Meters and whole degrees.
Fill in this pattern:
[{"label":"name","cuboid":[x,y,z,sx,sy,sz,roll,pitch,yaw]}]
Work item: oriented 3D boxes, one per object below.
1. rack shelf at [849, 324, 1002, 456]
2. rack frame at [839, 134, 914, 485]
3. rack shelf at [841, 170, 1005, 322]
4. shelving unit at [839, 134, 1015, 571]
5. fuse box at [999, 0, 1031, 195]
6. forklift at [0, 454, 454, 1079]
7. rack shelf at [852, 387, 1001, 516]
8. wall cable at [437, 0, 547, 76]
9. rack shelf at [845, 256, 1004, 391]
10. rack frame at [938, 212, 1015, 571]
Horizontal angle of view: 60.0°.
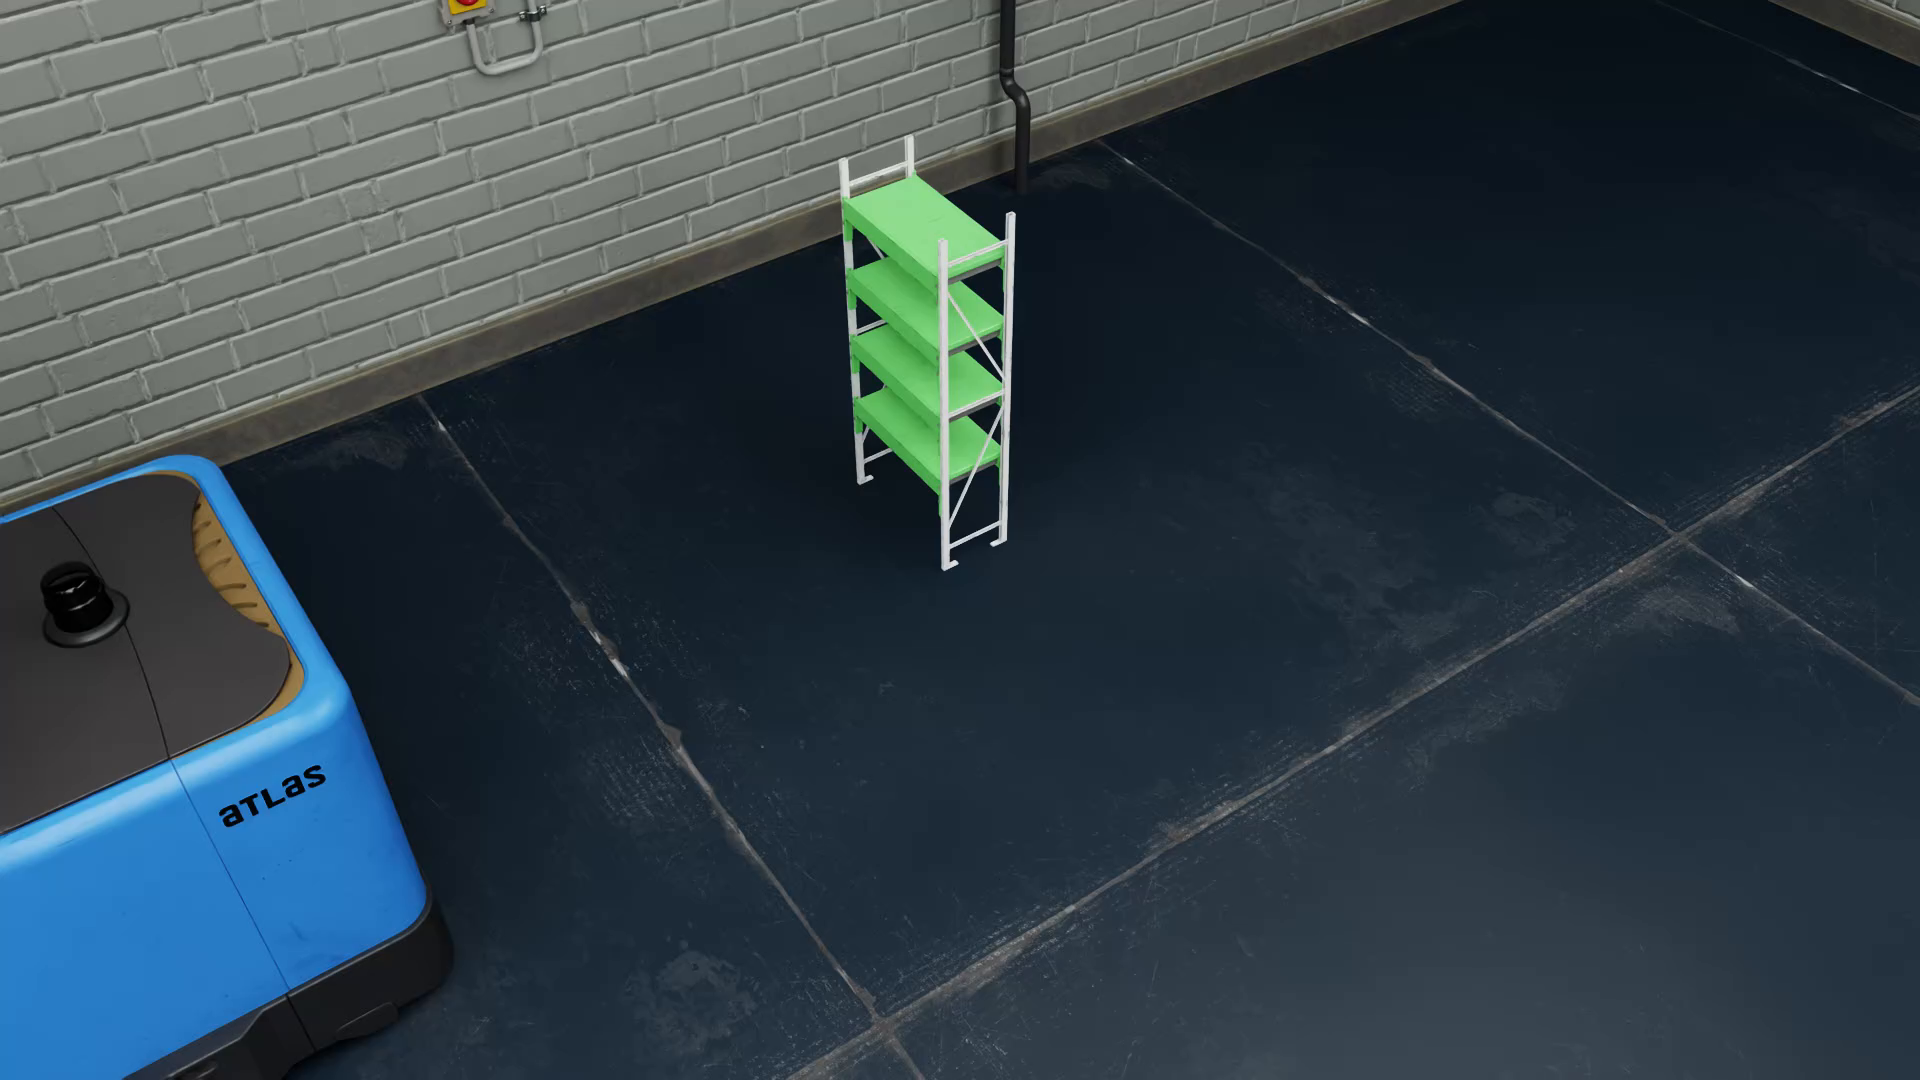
[{"label":"rack shelf","cuboid":[-0.095,-0.482,4.978,0.258,0.148,0.480,-26,49,-24]},{"label":"rack frame","cuboid":[-0.234,-0.666,5.079,0.240,1.200,0.015,-26,49,-24]},{"label":"rack shelf","cuboid":[-0.095,-0.829,4.647,0.258,0.148,0.480,-26,49,-24]},{"label":"shelving unit","cuboid":[-0.095,-0.528,4.934,0.258,1.200,0.503,-26,49,-24]},{"label":"fuse box","cuboid":[0.285,-2.027,6.134,0.539,1.711,0.414,-26,49,-24]},{"label":"forklift","cuboid":[-2.735,0.350,2.760,3.031,2.935,1.130,-26,50,-25]},{"label":"rack shelf","cuboid":[-0.095,-0.308,5.144,0.258,0.148,0.480,-26,49,-24]},{"label":"wall cable","cuboid":[-1.521,-2.124,4.545,0.585,1.953,0.123,-26,49,-24]},{"label":"rack shelf","cuboid":[-0.095,-0.655,4.812,0.258,0.148,0.480,-26,49,-24]},{"label":"rack frame","cuboid":[0.045,-0.390,4.789,0.240,1.200,0.015,-26,49,-24]}]
